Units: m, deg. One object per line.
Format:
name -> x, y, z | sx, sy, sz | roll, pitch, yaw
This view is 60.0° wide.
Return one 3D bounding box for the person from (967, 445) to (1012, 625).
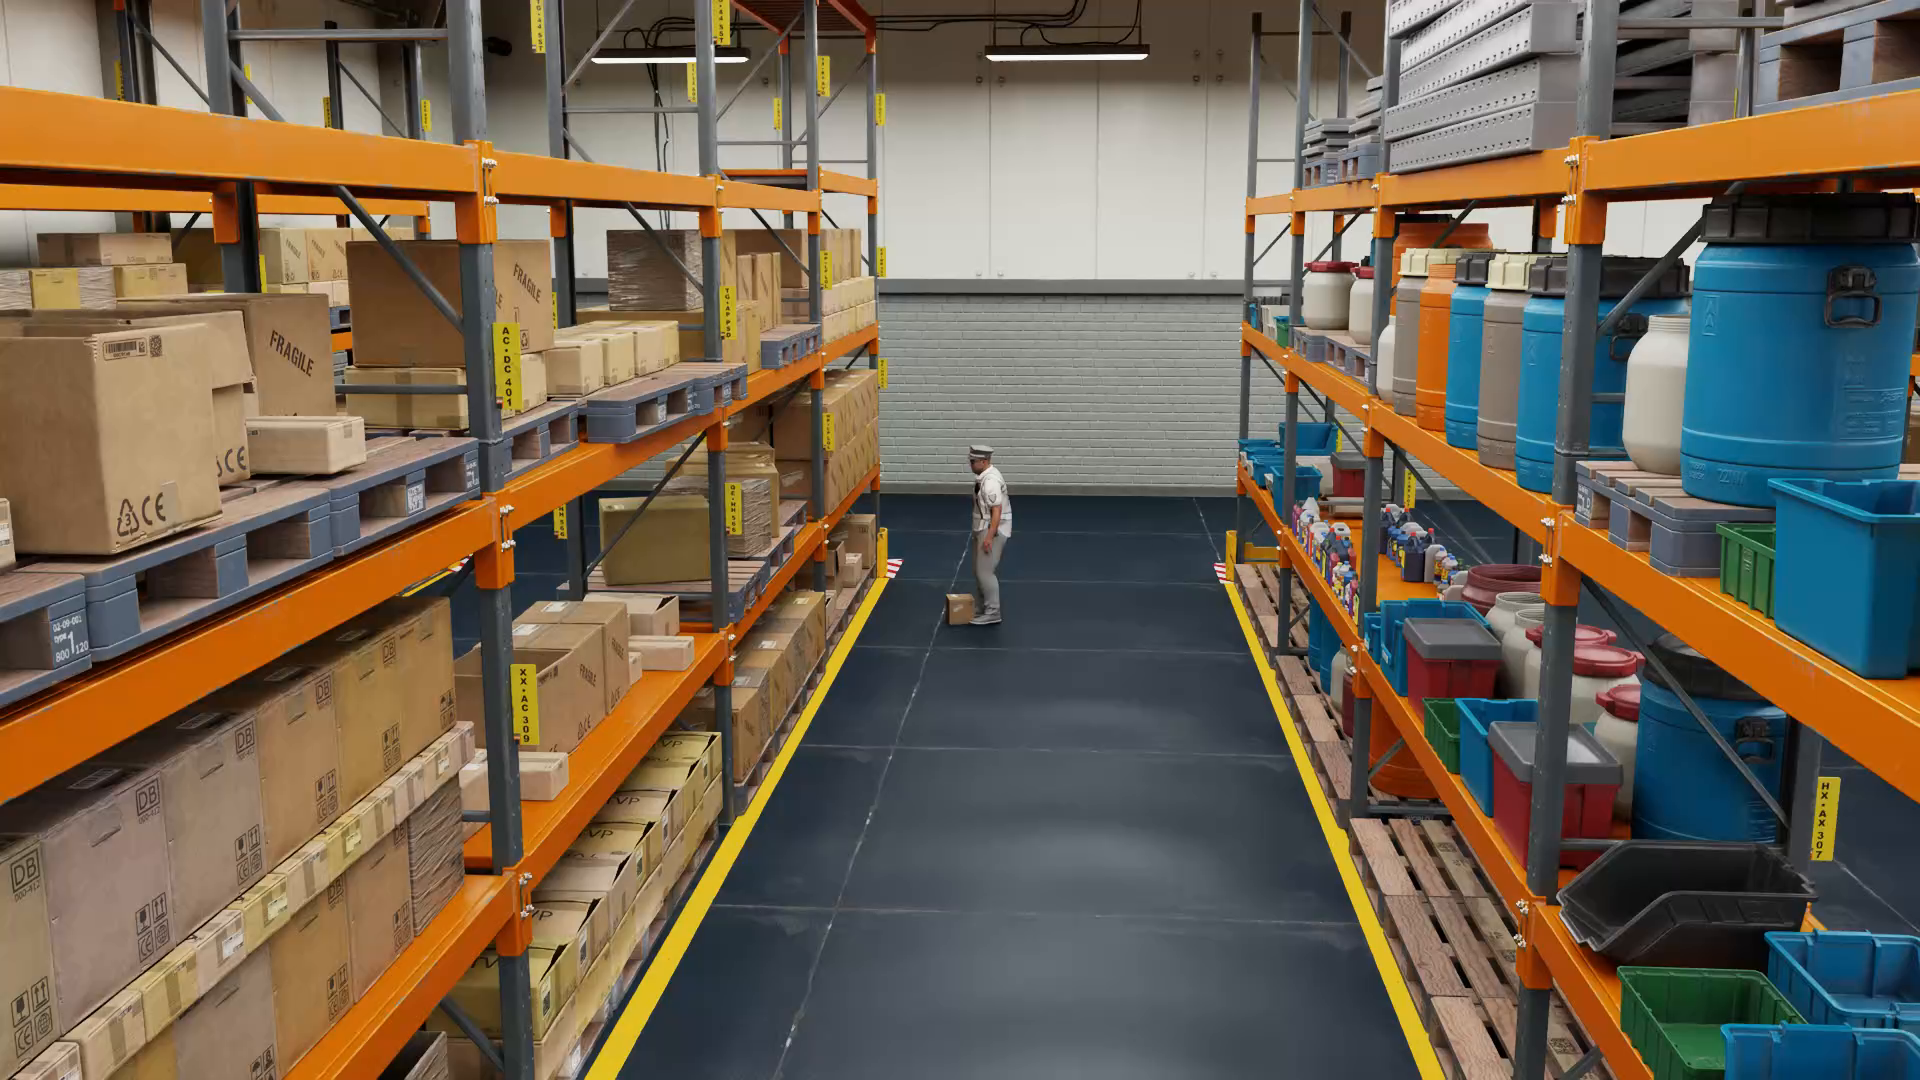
person -> 0.276, -0.065, 16.242 | 0.431, 1.750, 0.606 | -2, 11, -9
